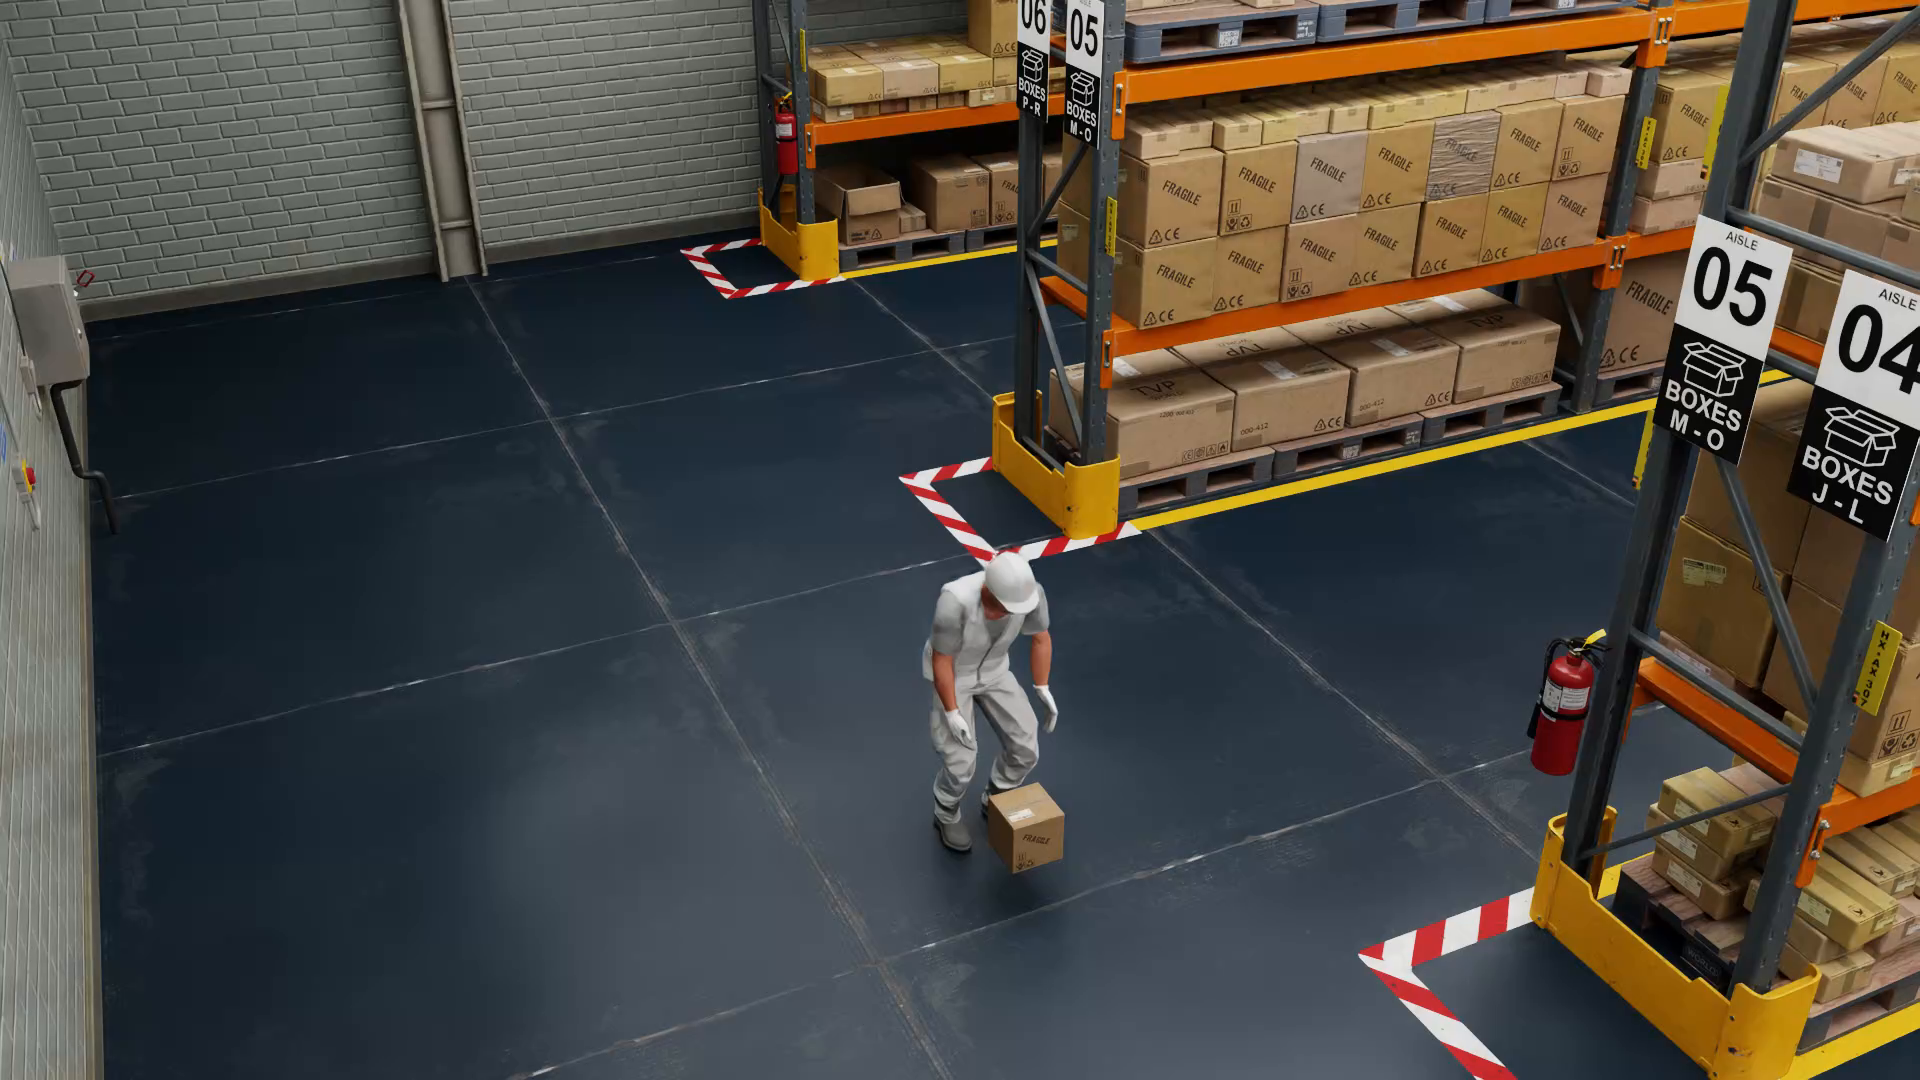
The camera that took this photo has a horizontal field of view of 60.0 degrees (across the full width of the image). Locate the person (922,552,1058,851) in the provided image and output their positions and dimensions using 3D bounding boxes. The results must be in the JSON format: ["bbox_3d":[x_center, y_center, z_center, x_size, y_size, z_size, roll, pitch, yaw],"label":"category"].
[{"bbox_3d":[0.130,0.672,7.442,0.575,1.580,0.647,-13,32,-21],"label":"person"}]
